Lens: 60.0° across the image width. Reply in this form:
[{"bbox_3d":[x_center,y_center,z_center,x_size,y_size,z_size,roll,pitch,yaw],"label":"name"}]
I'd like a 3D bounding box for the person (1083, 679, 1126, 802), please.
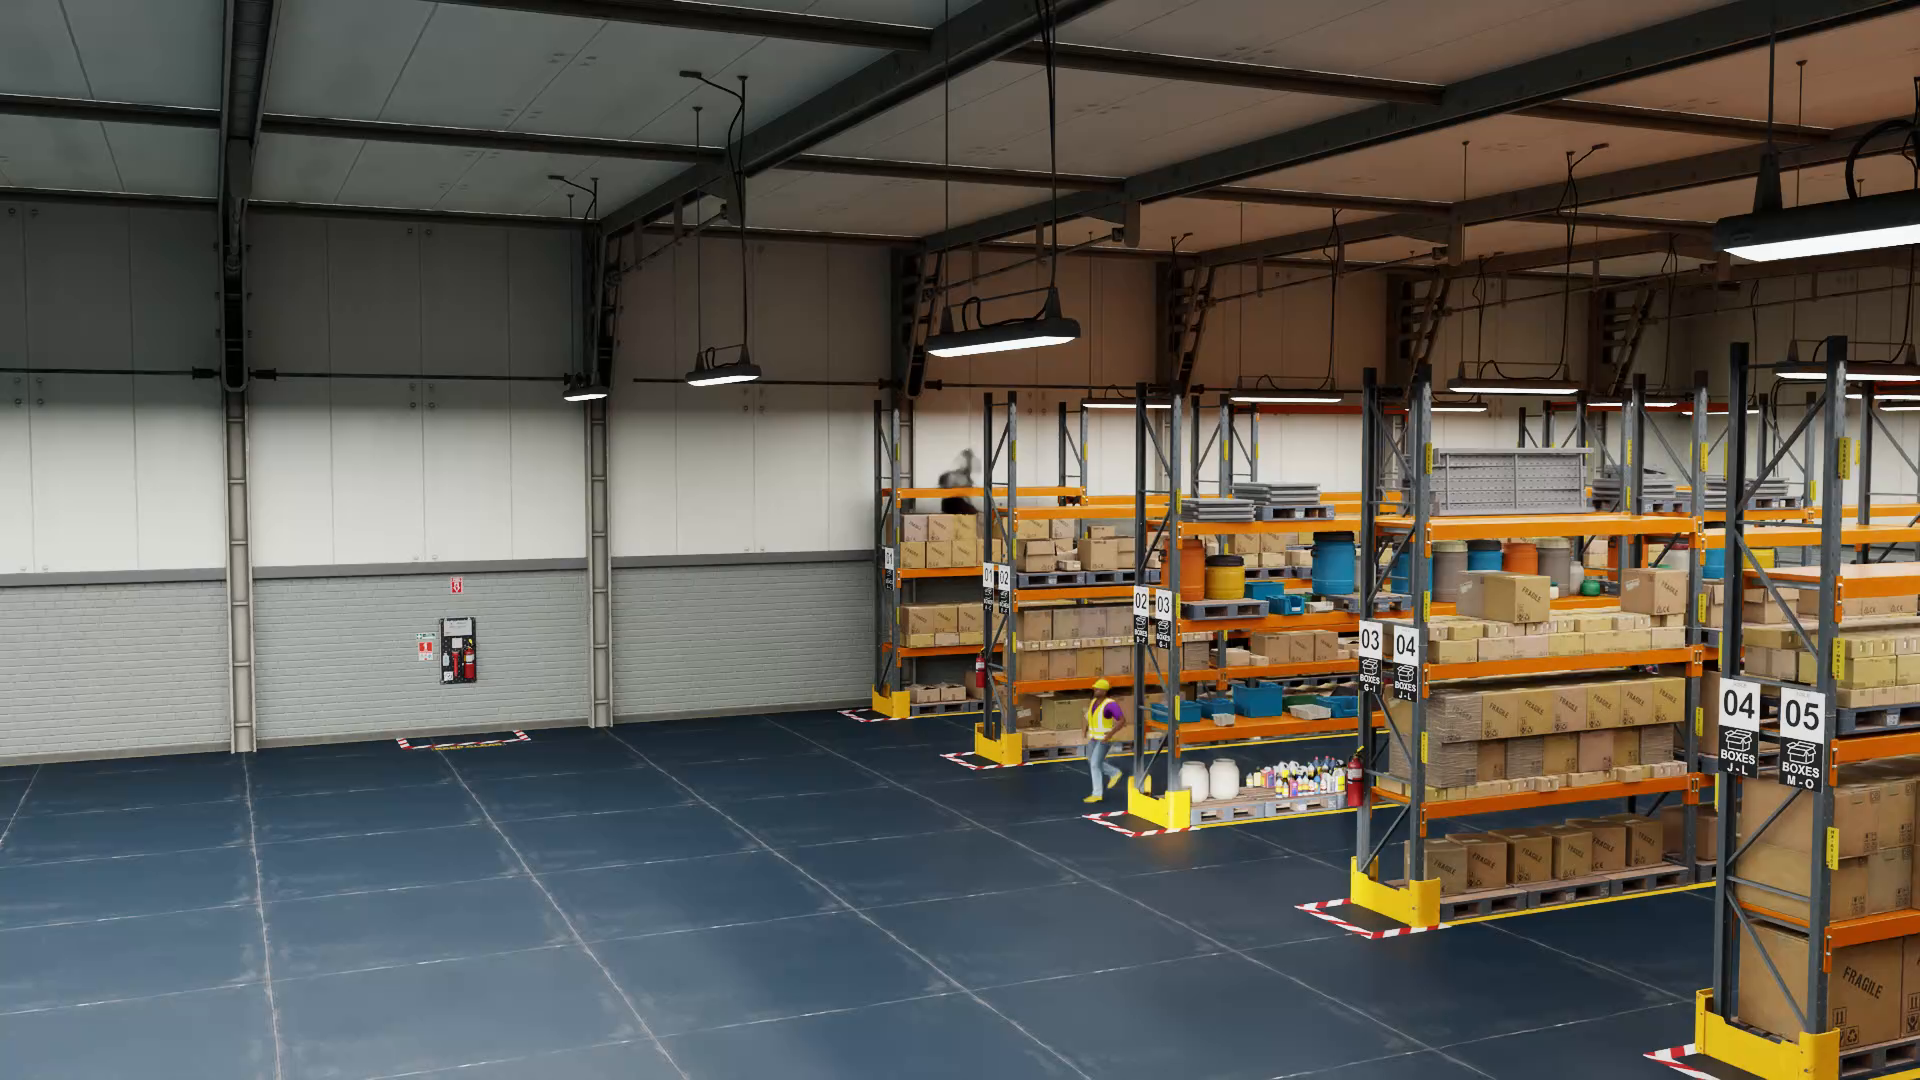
[{"bbox_3d":[2.099,2.903,24.161,0.773,1.775,0.751,-2,4,-31],"label":"person"}]
